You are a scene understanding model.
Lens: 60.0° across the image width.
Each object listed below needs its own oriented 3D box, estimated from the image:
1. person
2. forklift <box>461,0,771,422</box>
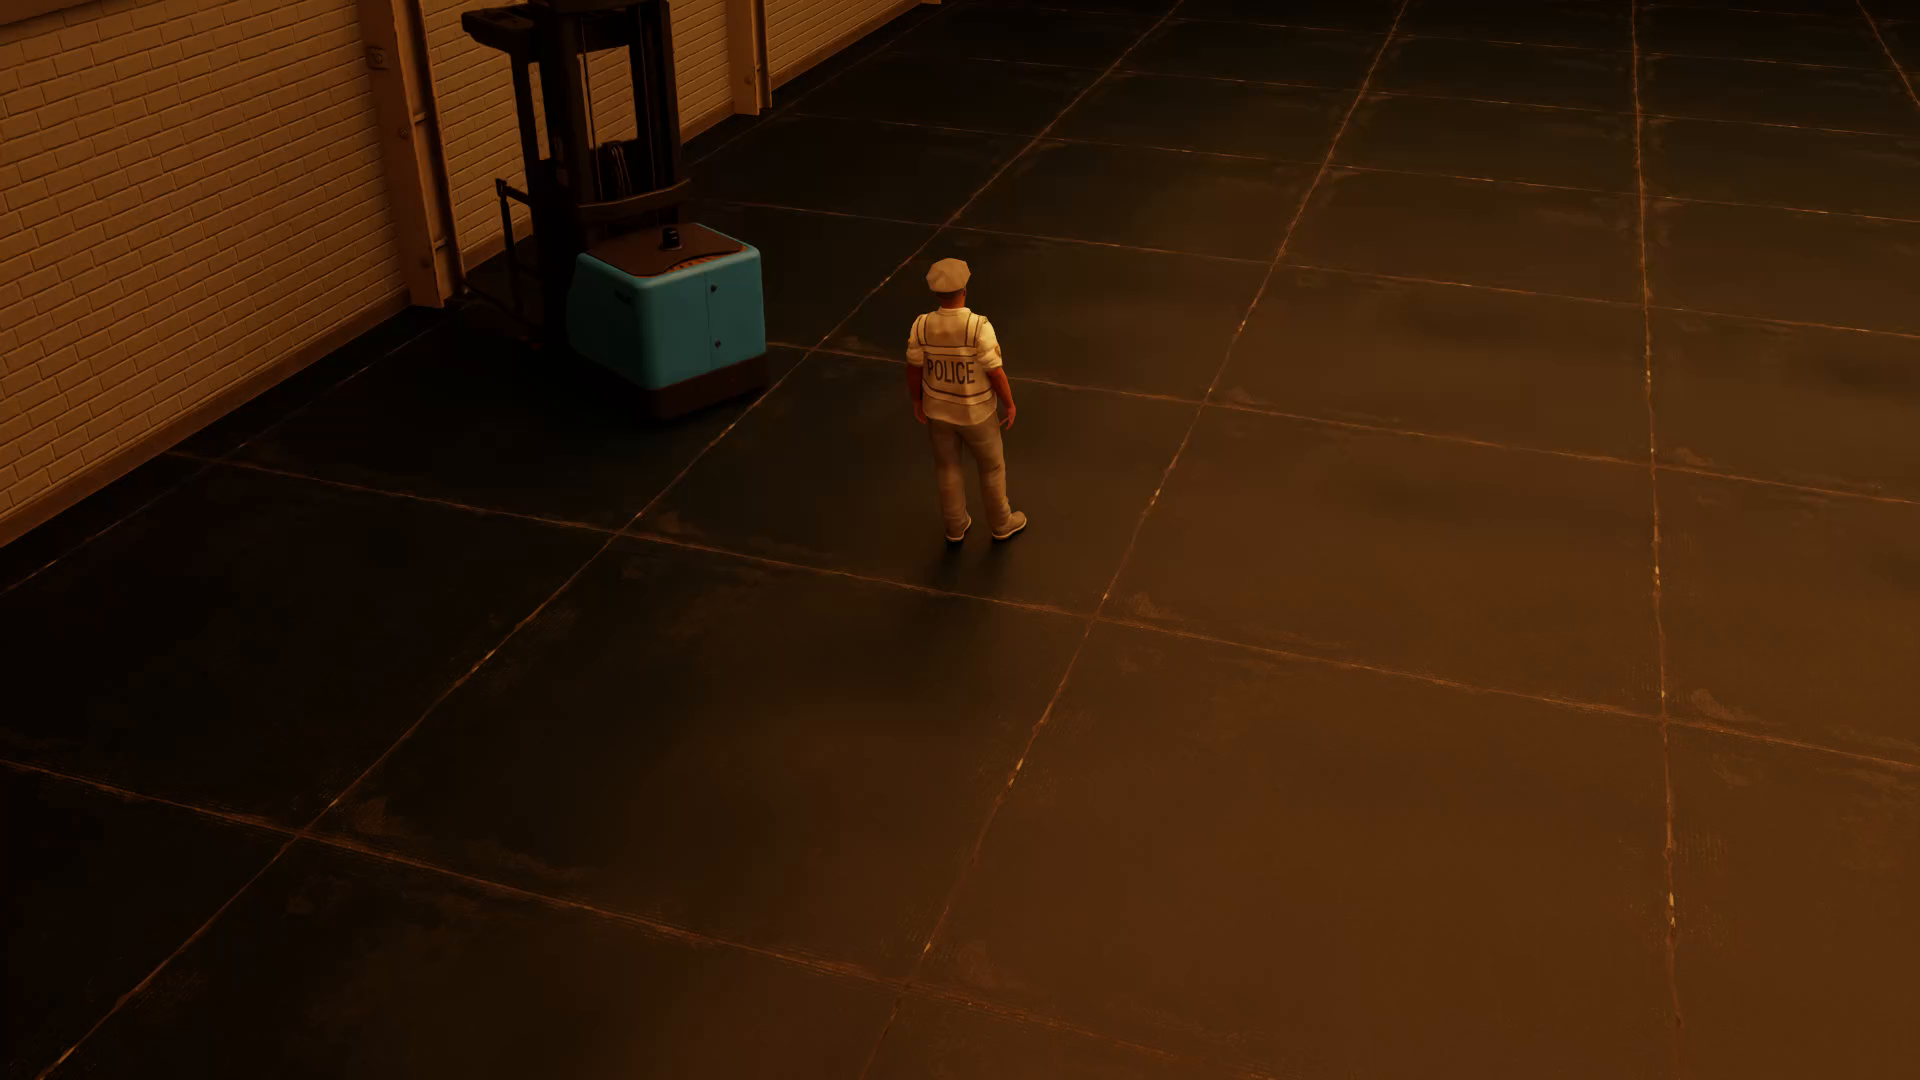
[{"bbox_3d":[0.036,-0.815,9.711,0.640,1.781,0.575,10,31,16],"label":"person"},{"bbox_3d":[-2.727,-2.726,11.918,1.130,2.935,3.031,-24,38,-36],"label":"forklift"}]
